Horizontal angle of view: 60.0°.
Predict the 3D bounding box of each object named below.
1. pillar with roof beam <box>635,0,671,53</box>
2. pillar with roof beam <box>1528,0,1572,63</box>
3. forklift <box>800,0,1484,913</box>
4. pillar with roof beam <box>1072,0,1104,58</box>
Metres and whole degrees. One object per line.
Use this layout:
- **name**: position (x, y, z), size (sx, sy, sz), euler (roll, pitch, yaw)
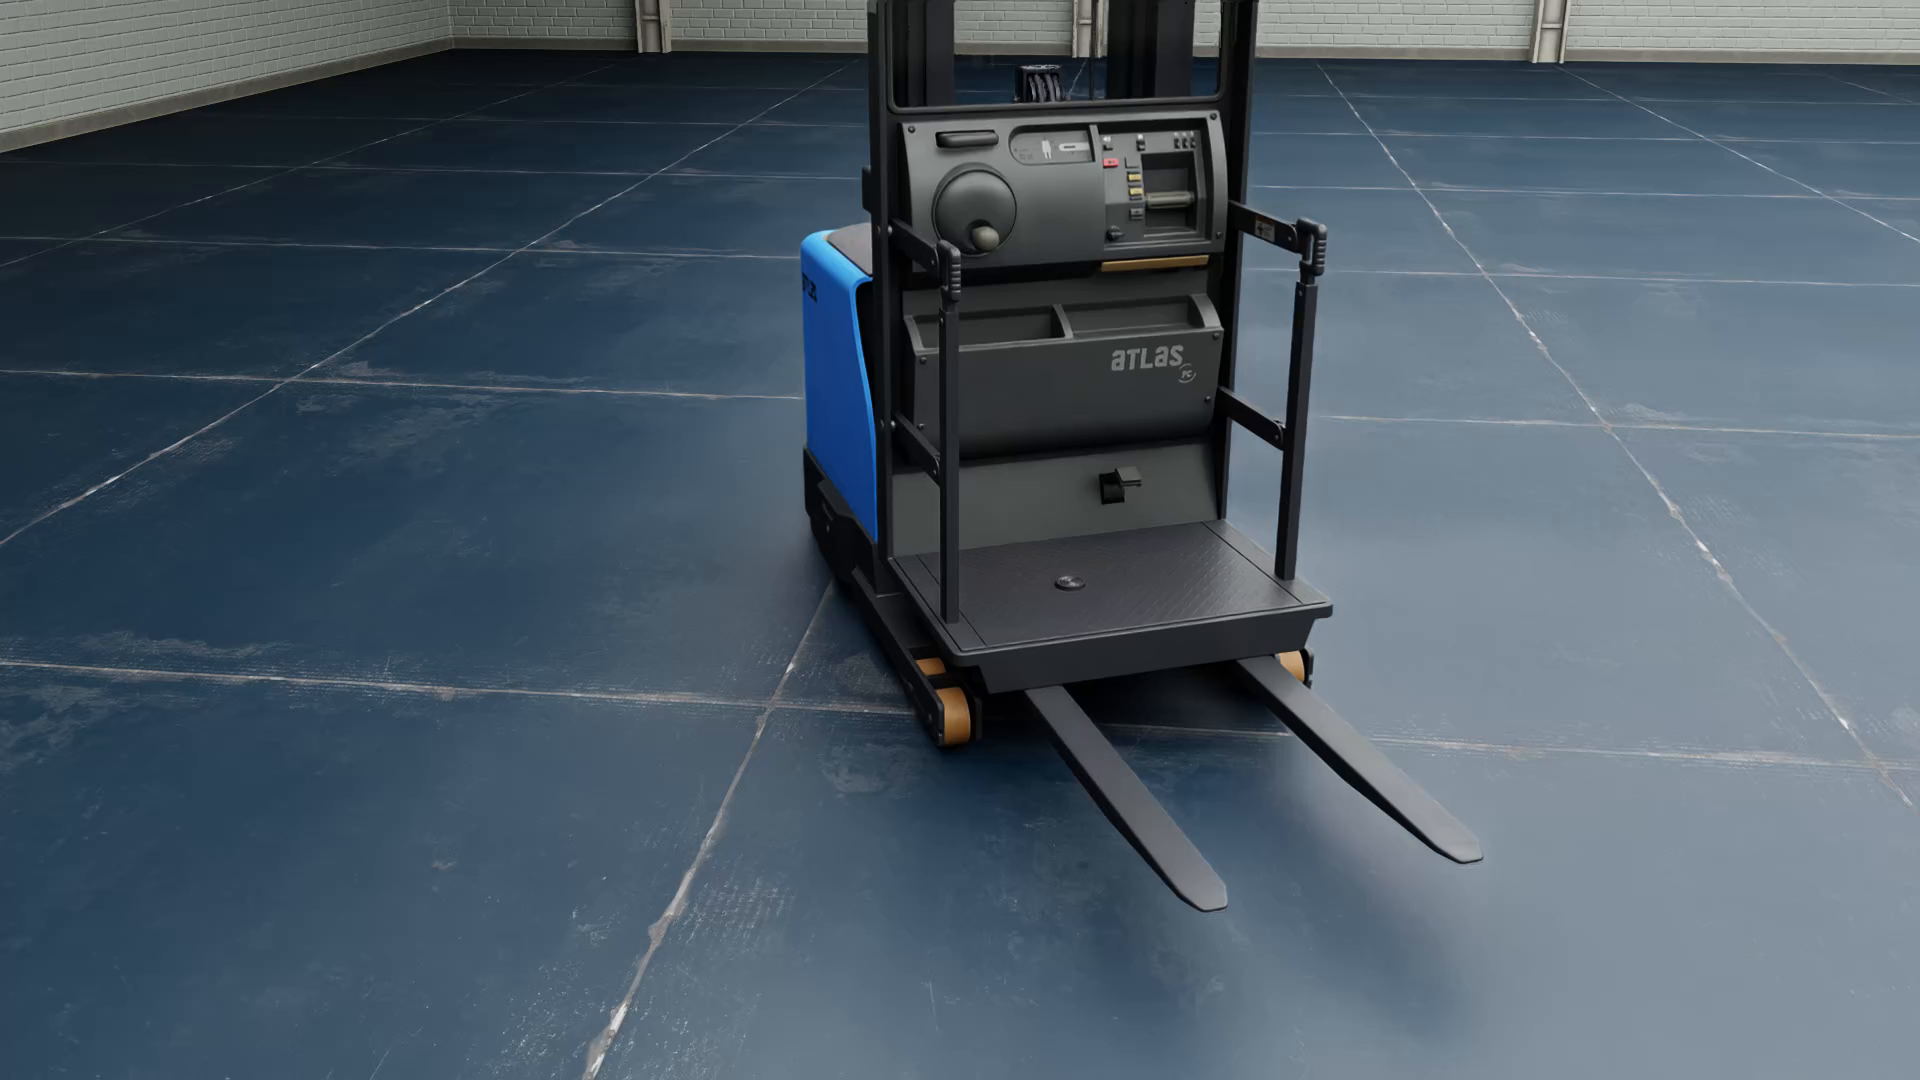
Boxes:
- **pillar with roof beam**: position (-4.745, -9.404, 17.487), size (0.400, 9.000, 9.100), euler (2, 22, 6)
- **pillar with roof beam**: position (7.172, -8.885, 16.174), size (0.400, 9.000, 9.100), euler (2, 22, 6)
- **forklift**: position (0.365, -0.963, 4.389), size (1.130, 2.935, 3.031), euler (-7, 22, -16)
- **pillar with roof beam**: position (1.214, -9.144, 16.830), size (0.400, 9.000, 9.100), euler (2, 22, 6)
